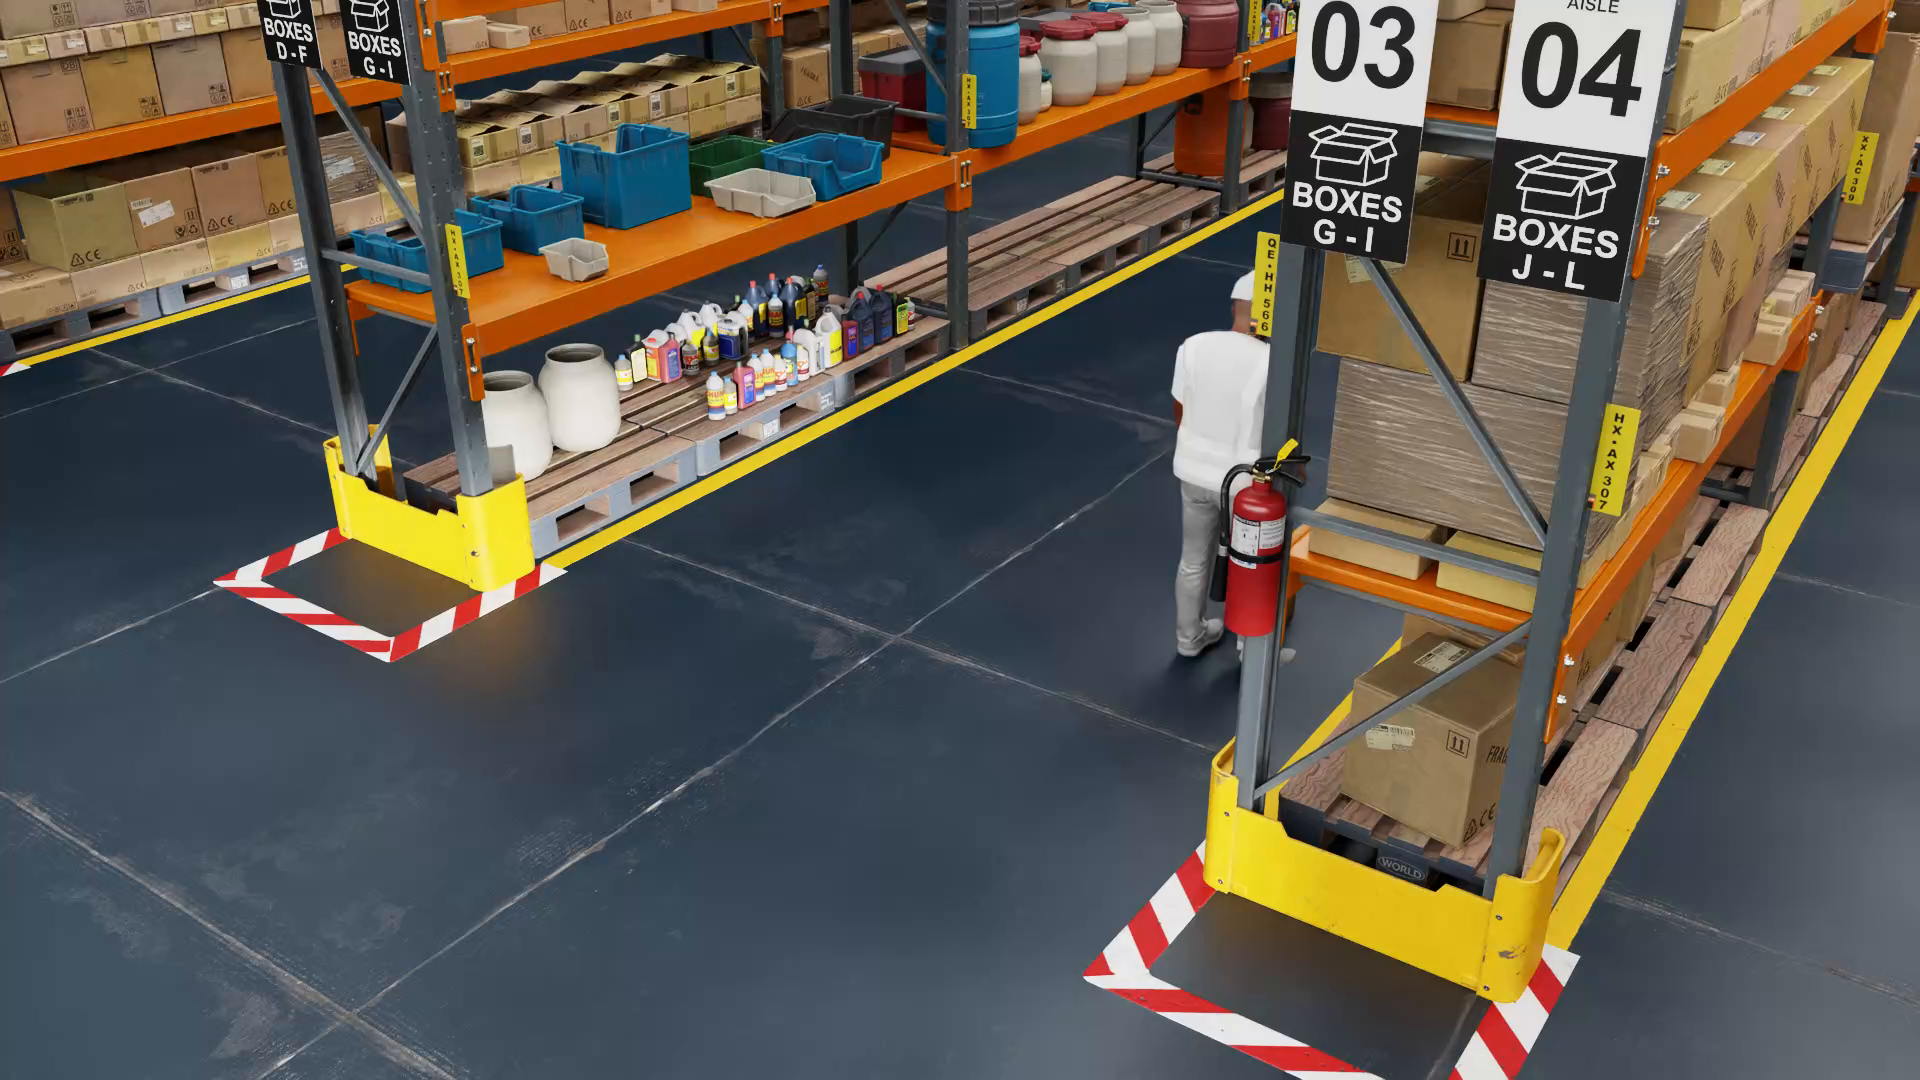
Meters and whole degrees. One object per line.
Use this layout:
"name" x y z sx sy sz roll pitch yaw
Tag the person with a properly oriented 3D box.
"person" 1.186 -0.273 7.149 0.597 1.792 0.511 19 32 33
